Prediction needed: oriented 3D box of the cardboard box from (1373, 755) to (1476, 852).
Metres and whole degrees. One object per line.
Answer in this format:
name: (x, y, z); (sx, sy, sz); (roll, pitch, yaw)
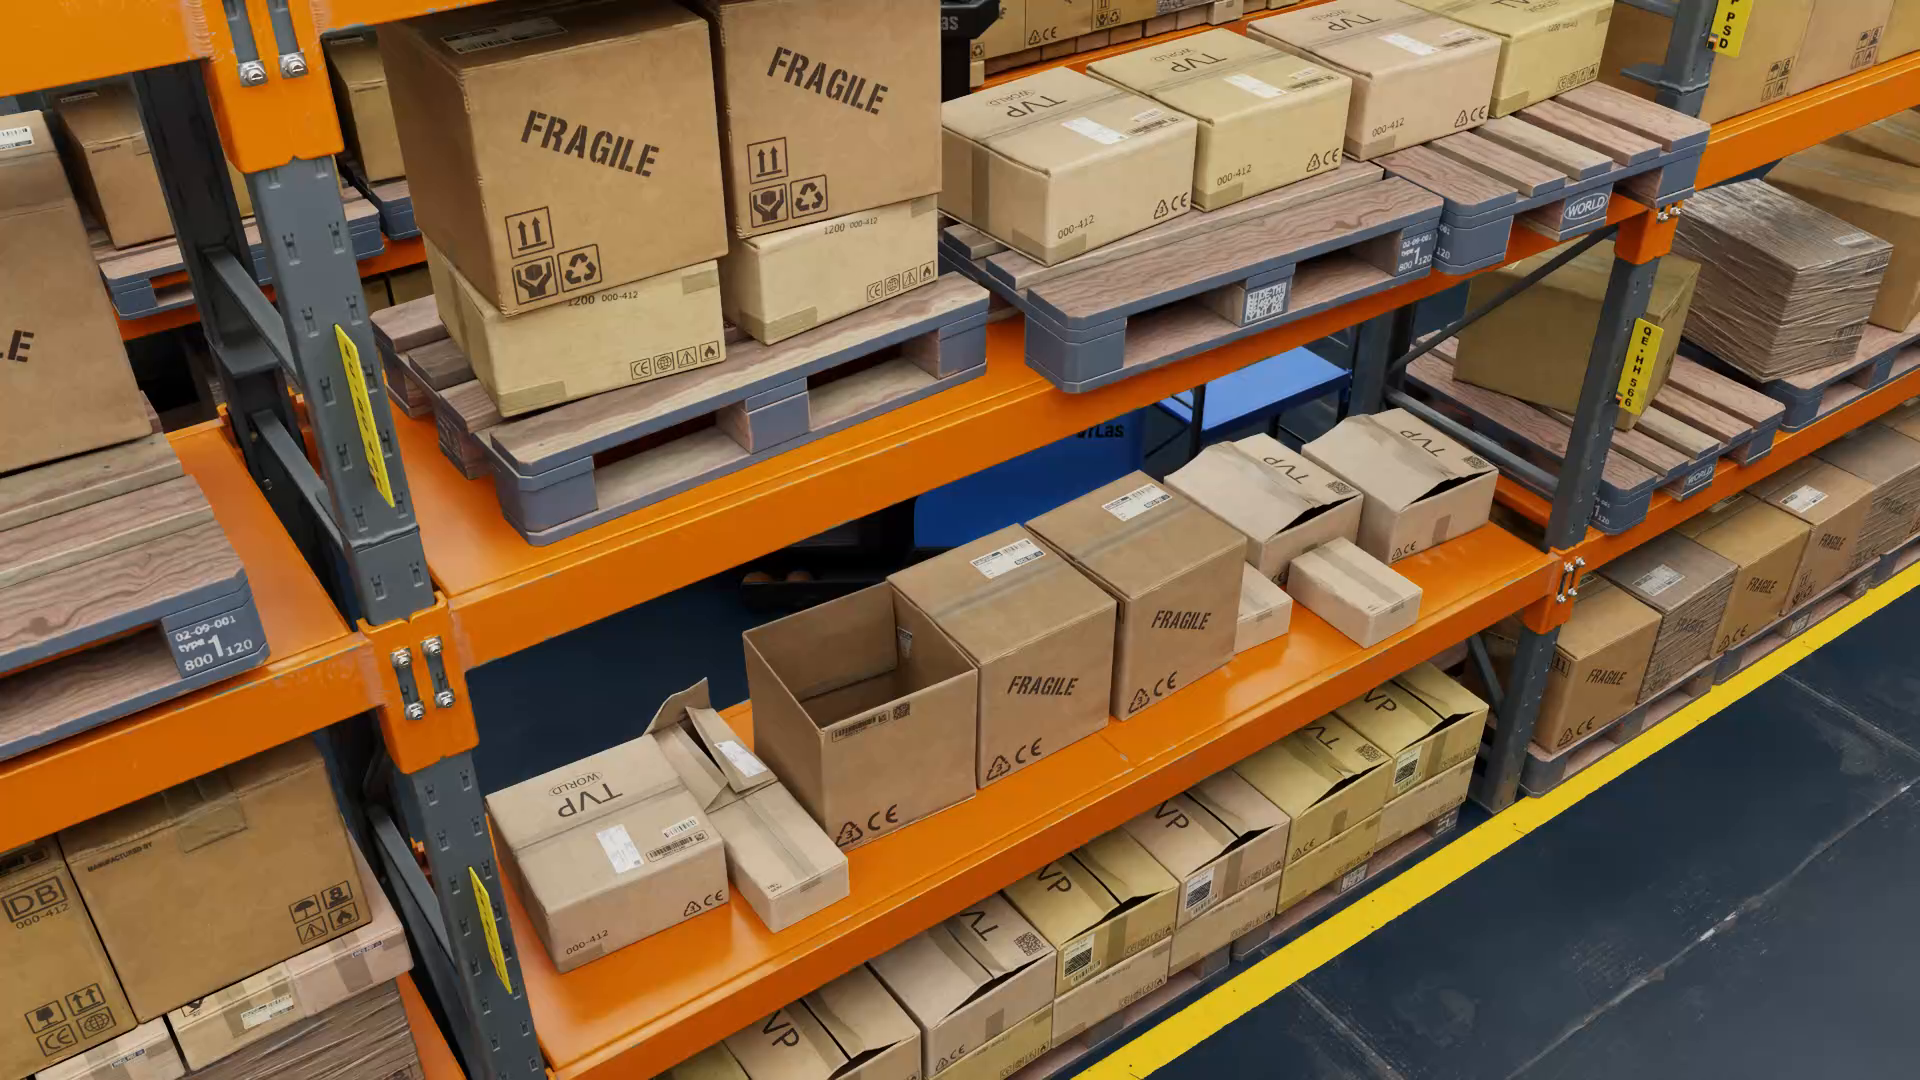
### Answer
cardboard box: (1.623, 0.877, 6.457); (0.500, 0.250, 0.500); (-21, 41, -27)

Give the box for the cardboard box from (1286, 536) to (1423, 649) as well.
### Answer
cardboard box: (1.337, 0.174, 5.654); (0.250, 0.149, 0.380); (-22, 41, -28)

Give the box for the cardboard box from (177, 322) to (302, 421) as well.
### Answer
cardboard box: (-3.622, -0.799, 8.556); (0.500, 0.500, 0.700); (-21, 41, -26)

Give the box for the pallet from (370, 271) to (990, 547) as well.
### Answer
pallet: (-0.644, -0.460, 3.915); (1.217, 0.209, 0.805); (-24, 42, -30)

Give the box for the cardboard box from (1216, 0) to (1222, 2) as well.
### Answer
cardboard box: (1.682, -3.788, 10.591); (0.500, 0.500, 0.500); (-22, 41, -28)

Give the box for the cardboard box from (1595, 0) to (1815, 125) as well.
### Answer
cardboard box: (2.250, -1.783, 5.506); (0.500, 0.500, 0.910); (-22, 41, -28)

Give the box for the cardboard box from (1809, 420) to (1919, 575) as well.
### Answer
cardboard box: (4.125, -0.238, 7.776); (0.500, 0.500, 0.500); (-22, 41, -27)

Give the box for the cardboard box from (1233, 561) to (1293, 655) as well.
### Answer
cardboard box: (0.903, 0.195, 5.624); (0.250, 0.149, 0.380); (-19, 40, -25)

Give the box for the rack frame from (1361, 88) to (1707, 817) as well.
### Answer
rack frame: (1.912, -0.362, 6.185); (0.127, 3.000, 1.000); (-22, 41, -28)

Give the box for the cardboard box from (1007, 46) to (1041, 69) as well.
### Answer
cardboard box: (0.277, -2.996, 10.045); (0.250, 0.149, 0.380); (-21, 41, -27)

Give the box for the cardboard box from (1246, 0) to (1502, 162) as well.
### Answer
cardboard box: (1.156, -1.325, 4.723); (0.500, 0.250, 0.500); (-21, 41, -27)

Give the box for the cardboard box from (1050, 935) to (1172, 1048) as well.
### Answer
cardboard box: (0.372, 1.394, 5.738); (0.500, 0.250, 0.500); (-22, 41, -27)

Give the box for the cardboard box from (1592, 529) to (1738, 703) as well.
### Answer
cardboard box: (2.874, 0.278, 7.058); (0.500, 0.500, 0.500); (-24, 42, -29)

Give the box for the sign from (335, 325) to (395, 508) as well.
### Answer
sign: (-1.036, -0.212, 2.897); (0.005, 0.325, 0.100); (-22, 41, -28)

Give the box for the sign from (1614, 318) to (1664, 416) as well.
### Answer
sign: (2.235, -0.569, 5.480); (0.005, 0.325, 0.100); (-22, 41, -28)

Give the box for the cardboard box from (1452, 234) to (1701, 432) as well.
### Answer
cardboard box: (2.362, -0.839, 6.402); (0.700, 0.500, 0.500); (23, 41, 28)

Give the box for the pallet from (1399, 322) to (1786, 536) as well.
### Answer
pallet: (2.426, -0.546, 6.604); (1.003, 0.211, 1.213); (-22, 41, -28)

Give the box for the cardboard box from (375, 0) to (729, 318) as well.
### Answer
cardboard box: (-0.830, -0.837, 3.403); (0.500, 0.500, 0.500); (-22, 41, -27)

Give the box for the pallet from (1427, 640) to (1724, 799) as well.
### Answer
pallet: (2.545, 0.537, 7.323); (1.213, 0.211, 1.003); (-22, 41, -28)

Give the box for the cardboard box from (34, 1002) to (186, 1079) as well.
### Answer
cardboard box: (-1.872, 1.044, 3.588); (0.250, 0.149, 0.380); (-24, 42, -29)

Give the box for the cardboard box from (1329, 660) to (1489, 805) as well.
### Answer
cardboard box: (1.626, 0.650, 6.293); (0.500, 0.311, 0.500); (-21, 41, -27)

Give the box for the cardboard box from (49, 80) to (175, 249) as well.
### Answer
cardboard box: (-3.778, -1.754, 7.657); (0.500, 0.500, 0.700); (-22, 41, -28)

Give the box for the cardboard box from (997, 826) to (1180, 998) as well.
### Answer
cardboard box: (0.380, 1.163, 5.578); (0.500, 0.311, 0.500); (-21, 41, -27)

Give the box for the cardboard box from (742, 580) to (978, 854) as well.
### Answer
cardboard box: (-0.289, 0.515, 4.880); (0.500, 0.500, 0.500); (-19, 40, -25)

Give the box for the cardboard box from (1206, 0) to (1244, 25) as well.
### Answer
cardboard box: (1.600, -3.449, 10.675); (0.250, 0.149, 0.380); (-22, 41, -28)

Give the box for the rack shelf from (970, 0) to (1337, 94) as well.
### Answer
rack shelf: (0.691, -3.106, 10.616); (4.000, 0.370, 1.077); (-22, 41, -28)

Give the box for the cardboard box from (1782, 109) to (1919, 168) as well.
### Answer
cardboard box: (4.140, -1.605, 7.467); (0.500, 0.500, 0.700); (-16, 39, -21)

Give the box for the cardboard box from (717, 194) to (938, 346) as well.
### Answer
cardboard box: (-0.401, -0.733, 3.900); (0.500, 0.250, 0.500); (-27, 44, -32)

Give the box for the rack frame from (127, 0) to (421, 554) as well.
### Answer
rack frame: (-1.357, -1.452, 2.562); (0.127, 3.000, 1.000); (-22, 41, -28)

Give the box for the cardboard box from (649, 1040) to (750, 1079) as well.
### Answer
cardboard box: (-0.876, 1.681, 4.859); (0.500, 0.311, 0.500); (-22, 41, -28)

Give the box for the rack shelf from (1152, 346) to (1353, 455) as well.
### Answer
rack shelf: (1.403, -0.731, 8.289); (1.000, 0.185, 0.538); (-22, 41, -28)

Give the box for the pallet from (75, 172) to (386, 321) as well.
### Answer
pallet: (-3.505, -1.490, 7.916); (1.213, 0.211, 1.003); (-22, 41, -28)

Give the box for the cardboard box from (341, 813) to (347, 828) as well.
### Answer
cardboard box: (-1.688, 0.677, 4.098); (0.250, 0.149, 0.380); (-22, 41, -28)

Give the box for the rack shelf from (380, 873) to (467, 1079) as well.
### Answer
rack shelf: (-2.992, 1.948, 3.589); (4.000, 0.370, 1.077); (-22, 41, -28)

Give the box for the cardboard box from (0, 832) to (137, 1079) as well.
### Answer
cardboard box: (-2.128, 0.739, 3.457); (0.500, 0.500, 0.700); (-22, 41, -28)

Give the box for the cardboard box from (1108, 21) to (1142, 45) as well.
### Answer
cardboard box: (0.925, -3.238, 10.381); (0.250, 0.149, 0.380); (-21, 41, -27)

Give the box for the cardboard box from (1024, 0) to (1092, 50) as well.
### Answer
cardboard box: (0.440, -3.274, 9.876); (0.500, 0.500, 0.500); (-23, 41, -28)

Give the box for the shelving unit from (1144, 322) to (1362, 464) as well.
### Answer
shelving unit: (1.403, -0.877, 8.184); (1.048, 1.500, 0.538); (-22, 41, -28)

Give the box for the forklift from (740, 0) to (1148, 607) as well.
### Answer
forklift: (-0.684, -1.190, 7.395); (3.031, 2.935, 1.130); (-1, 36, -2)

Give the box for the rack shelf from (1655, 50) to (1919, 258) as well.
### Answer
rack shelf: (3.547, -1.961, 6.454); (4.000, 0.370, 1.077); (-22, 41, -28)
